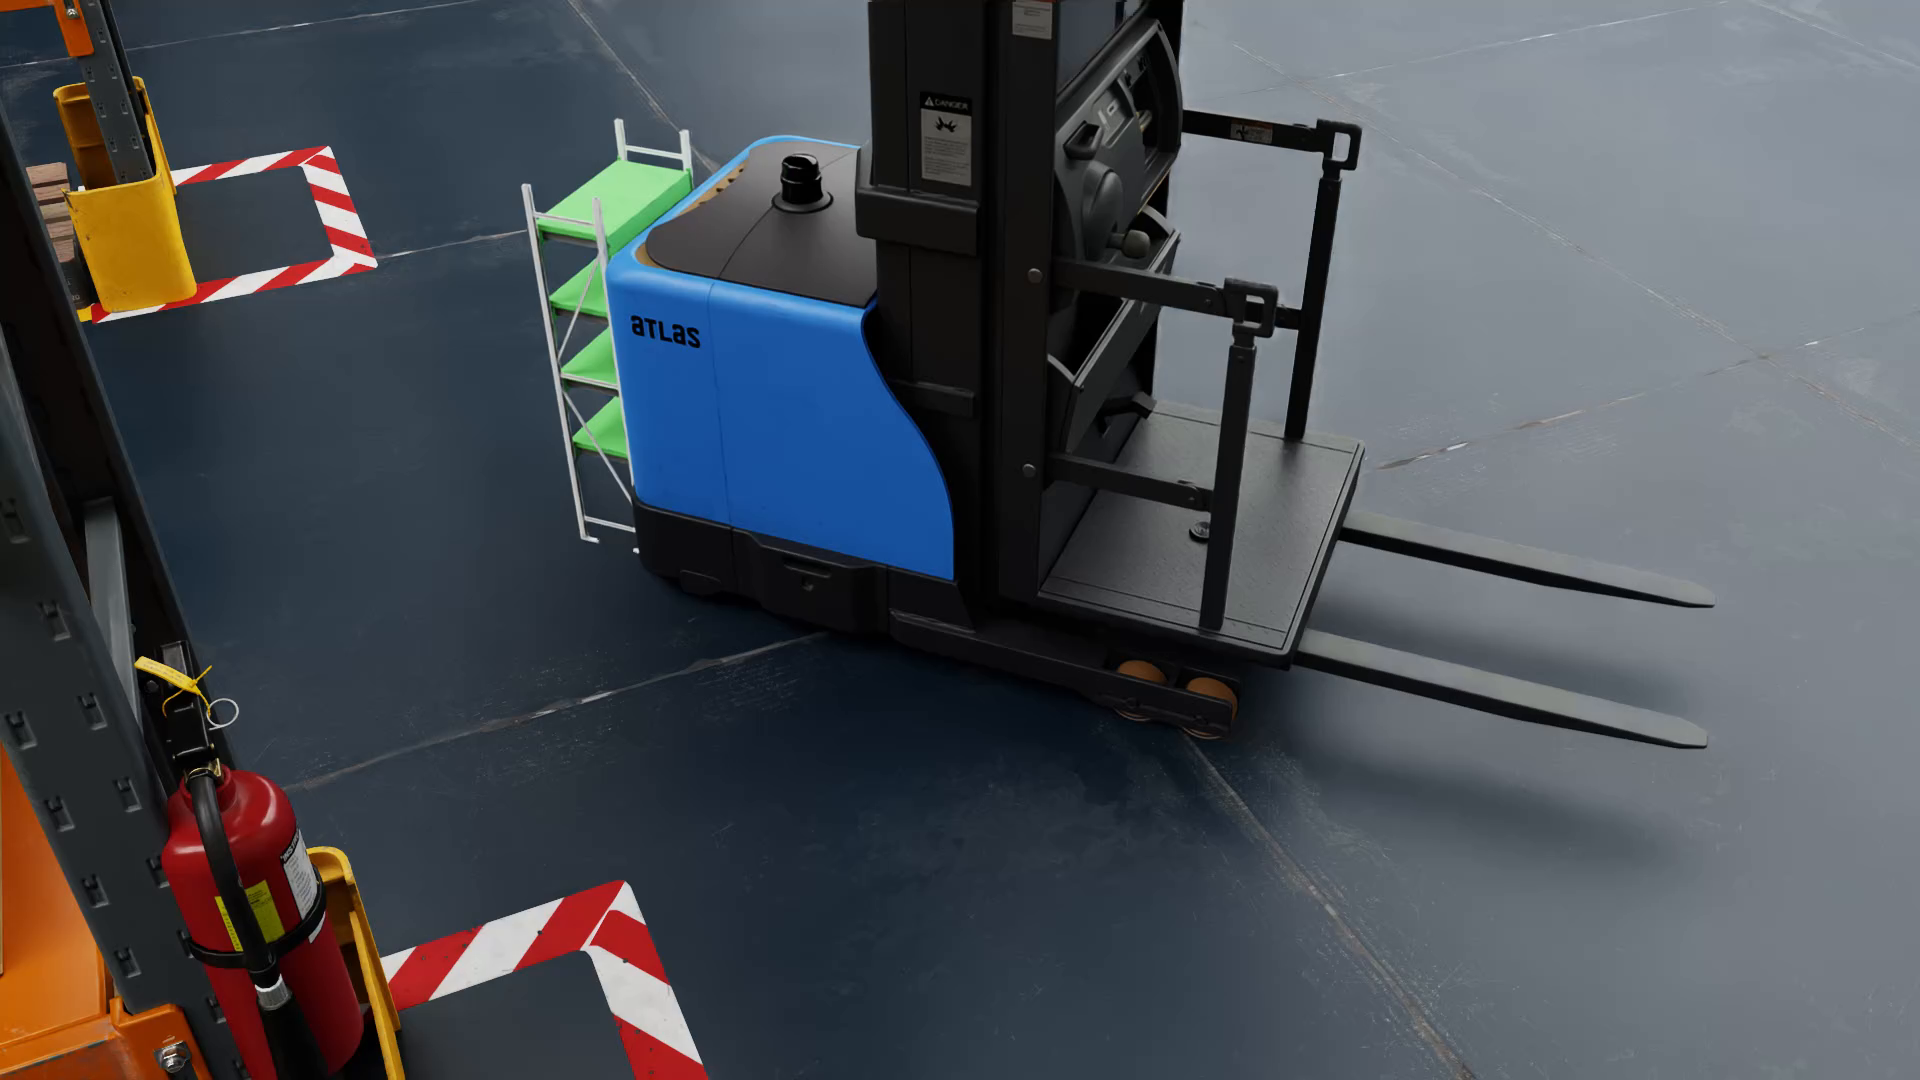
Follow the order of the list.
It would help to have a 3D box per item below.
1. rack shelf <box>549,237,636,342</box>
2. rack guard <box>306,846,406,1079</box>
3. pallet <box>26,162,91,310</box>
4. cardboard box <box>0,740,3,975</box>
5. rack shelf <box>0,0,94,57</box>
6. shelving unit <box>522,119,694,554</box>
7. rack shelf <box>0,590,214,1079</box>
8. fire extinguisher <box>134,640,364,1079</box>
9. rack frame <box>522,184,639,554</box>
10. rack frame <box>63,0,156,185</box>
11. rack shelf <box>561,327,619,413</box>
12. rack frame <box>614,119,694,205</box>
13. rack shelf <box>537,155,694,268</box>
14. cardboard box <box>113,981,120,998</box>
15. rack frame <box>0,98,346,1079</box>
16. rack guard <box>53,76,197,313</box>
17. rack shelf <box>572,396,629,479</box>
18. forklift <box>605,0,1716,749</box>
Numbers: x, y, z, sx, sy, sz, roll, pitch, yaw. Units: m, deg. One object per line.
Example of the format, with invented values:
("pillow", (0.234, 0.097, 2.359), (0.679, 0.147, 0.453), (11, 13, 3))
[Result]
("rack shelf", (-0.994, -0.739, 4.944), (0.258, 0.148, 0.480), (13, 39, 17))
("rack guard", (-1.225, 1.198, 3.216), (0.348, 0.500, 1.175), (-16, 39, -20))
("pallet", (-4.134, -1.105, 6.563), (1.213, 0.211, 1.003), (-16, 39, -20))
("cardboard box", (-1.675, 0.271, 2.283), (0.500, 0.500, 0.700), (-16, 39, -20))
("rack shelf", (-5.158, -1.677, 5.597), (4.000, 0.370, 1.077), (-16, 39, -20))
("shelving unit", (-0.994, -0.598, 5.049), (0.258, 1.200, 0.503), (13, 39, 17))
("rack shelf", (-3.057, 0.995, 1.994), (4.000, 0.370, 1.077), (-16, 39, -20))
("fire extinguisher", (-0.942, 0.452, 2.188), (0.183, 0.674, 0.296), (-16, 39, -20))
("rack frame", (-1.083, -0.463, 4.866), (0.240, 1.200, 0.015), (13, 39, 17))
("rack frame", (-3.348, -2.472, 6.065), (0.127, 3.000, 1.000), (-16, 39, -20))
("rack shelf", (-0.994, -0.547, 5.087), (0.258, 0.148, 0.480), (13, 39, 17))
("rack frame", (-0.906, -0.733, 5.232), (0.240, 1.200, 0.015), (13, 39, 17))
("rack shelf", (-0.994, -0.932, 4.801), (0.258, 0.148, 0.480), (13, 39, 17))
("cardboard box", (-1.827, 1.151, 3.135), (0.500, 0.250, 0.500), (-16, 39, -20))
("rack frame", (-1.247, 0.200, 2.463), (0.127, 3.000, 1.000), (-16, 39, -20))
("rack guard", (-3.397, -1.424, 6.750), (0.348, 0.500, 1.175), (-16, 39, -20))
("rack shelf", (-0.994, -0.354, 5.230), (0.258, 0.148, 0.480), (13, 39, 17))
("forklift", (0.593, -0.997, 4.133), (3.031, 2.935, 1.130), (13, 39, 17))
